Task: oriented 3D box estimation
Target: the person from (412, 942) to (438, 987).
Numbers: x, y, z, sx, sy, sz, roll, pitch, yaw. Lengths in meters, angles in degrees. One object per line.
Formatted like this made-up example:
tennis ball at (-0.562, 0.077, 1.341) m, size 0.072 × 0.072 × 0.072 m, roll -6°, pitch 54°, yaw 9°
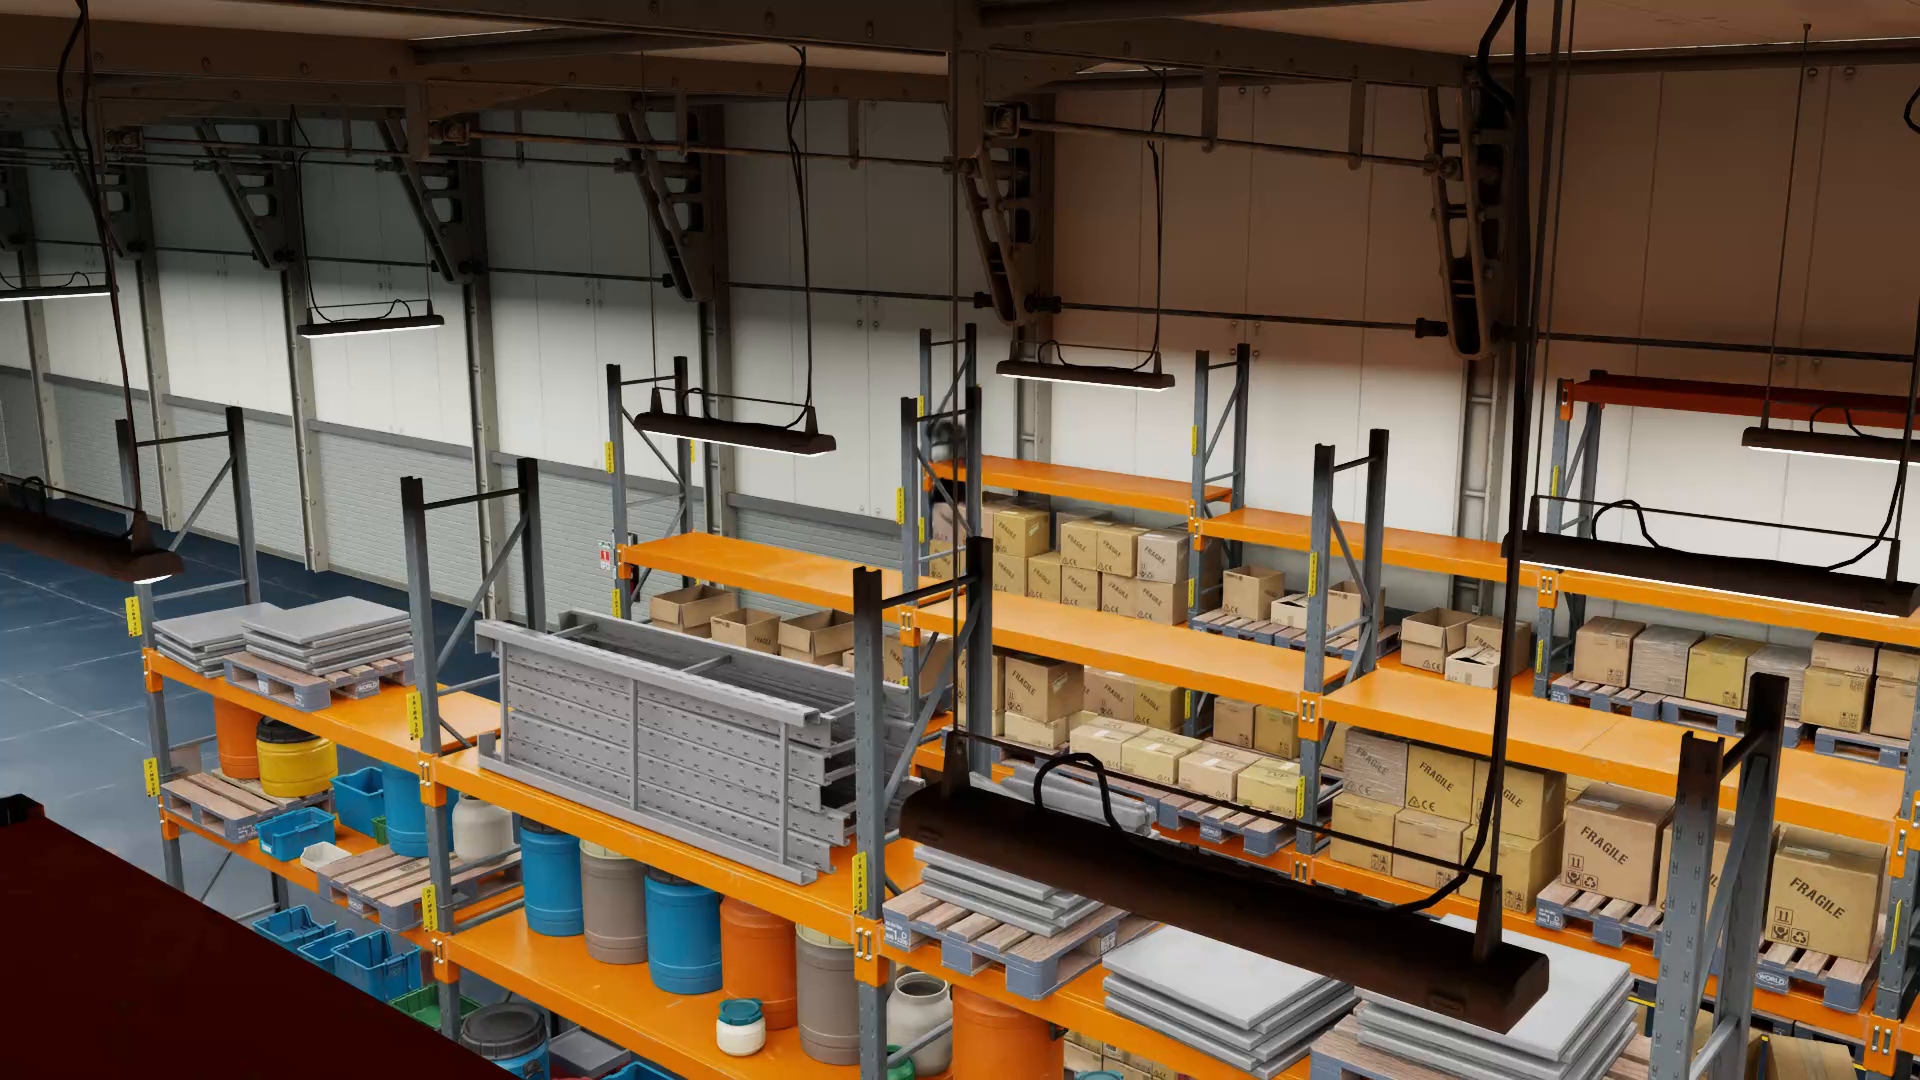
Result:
person at (-4.922, 3.828, 15.501) m, size 0.817 × 1.702 × 0.564 m, roll 6°, pitch 14°, yaw 25°
